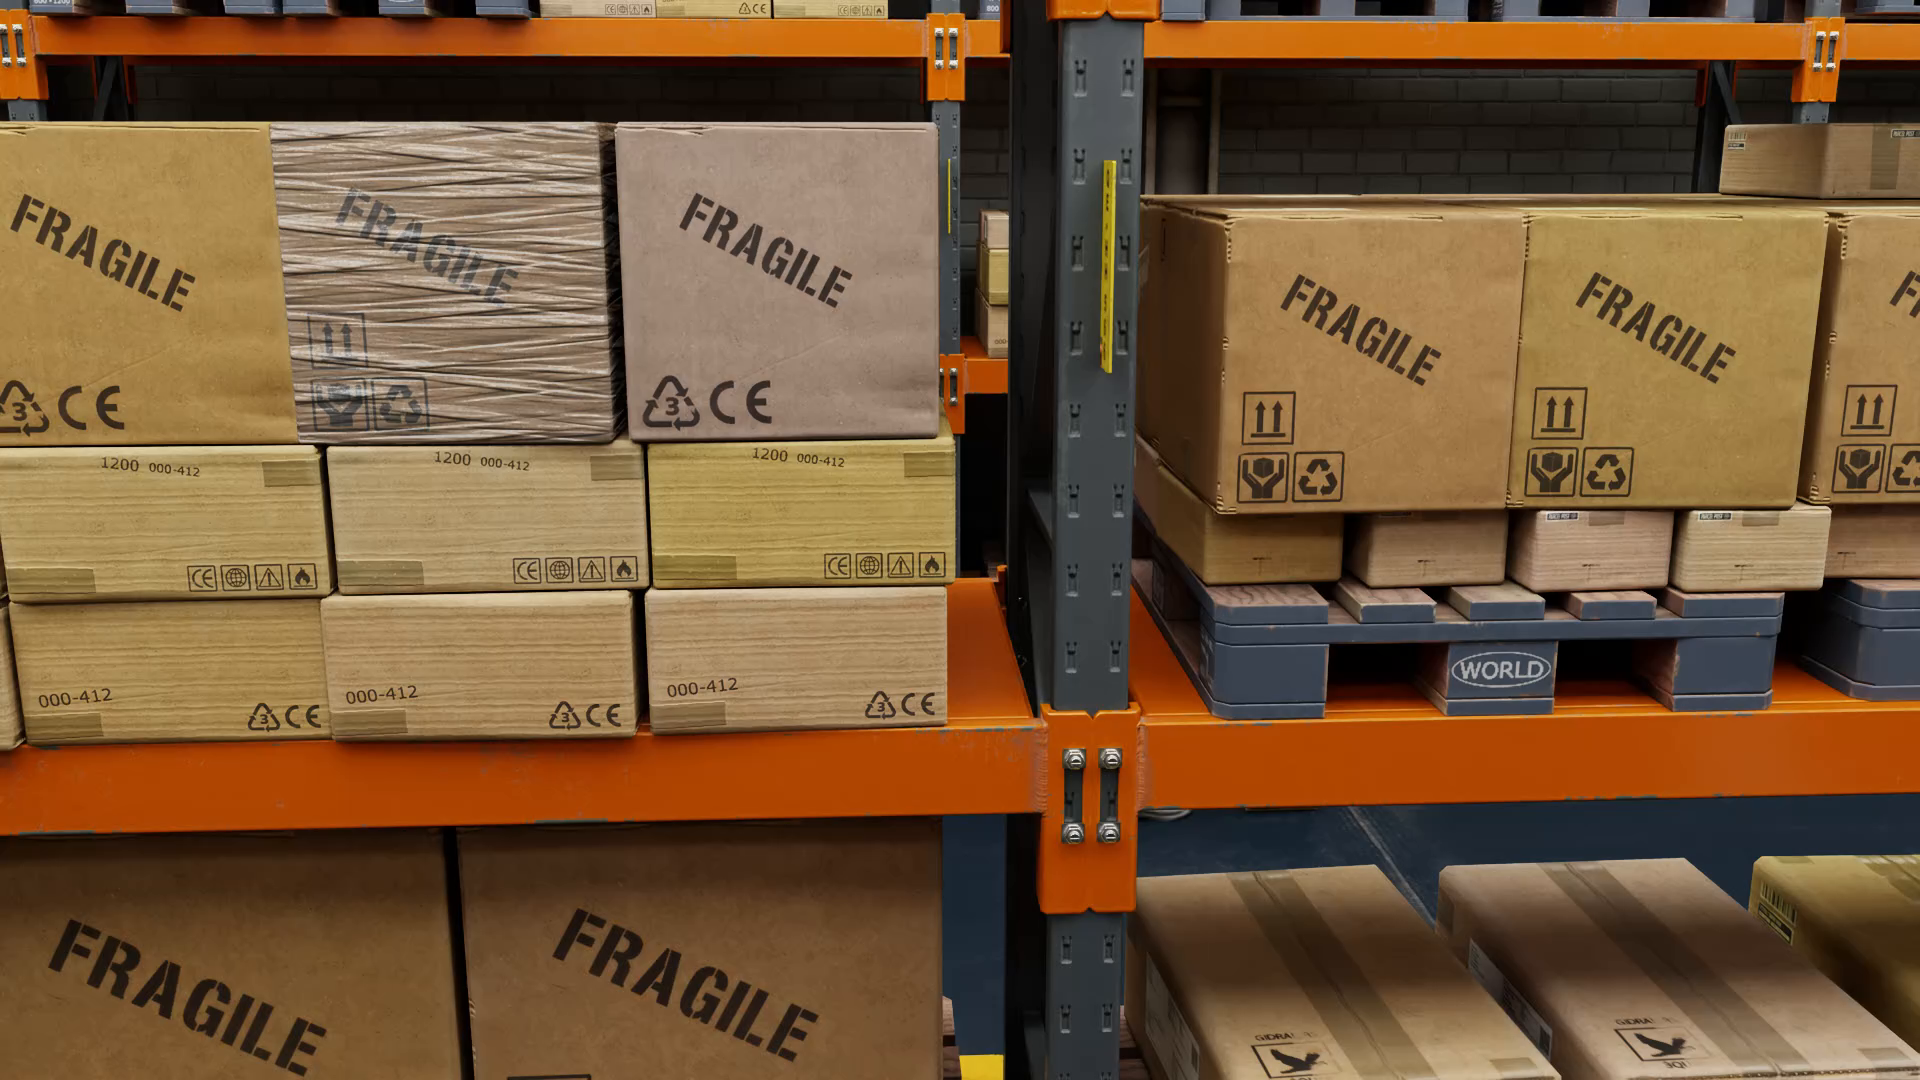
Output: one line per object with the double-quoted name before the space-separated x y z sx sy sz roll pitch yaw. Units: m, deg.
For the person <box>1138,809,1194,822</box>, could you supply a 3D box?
"person" 0.634 0.068 5.731 0.414 1.755 0.560 -1 13 -2
